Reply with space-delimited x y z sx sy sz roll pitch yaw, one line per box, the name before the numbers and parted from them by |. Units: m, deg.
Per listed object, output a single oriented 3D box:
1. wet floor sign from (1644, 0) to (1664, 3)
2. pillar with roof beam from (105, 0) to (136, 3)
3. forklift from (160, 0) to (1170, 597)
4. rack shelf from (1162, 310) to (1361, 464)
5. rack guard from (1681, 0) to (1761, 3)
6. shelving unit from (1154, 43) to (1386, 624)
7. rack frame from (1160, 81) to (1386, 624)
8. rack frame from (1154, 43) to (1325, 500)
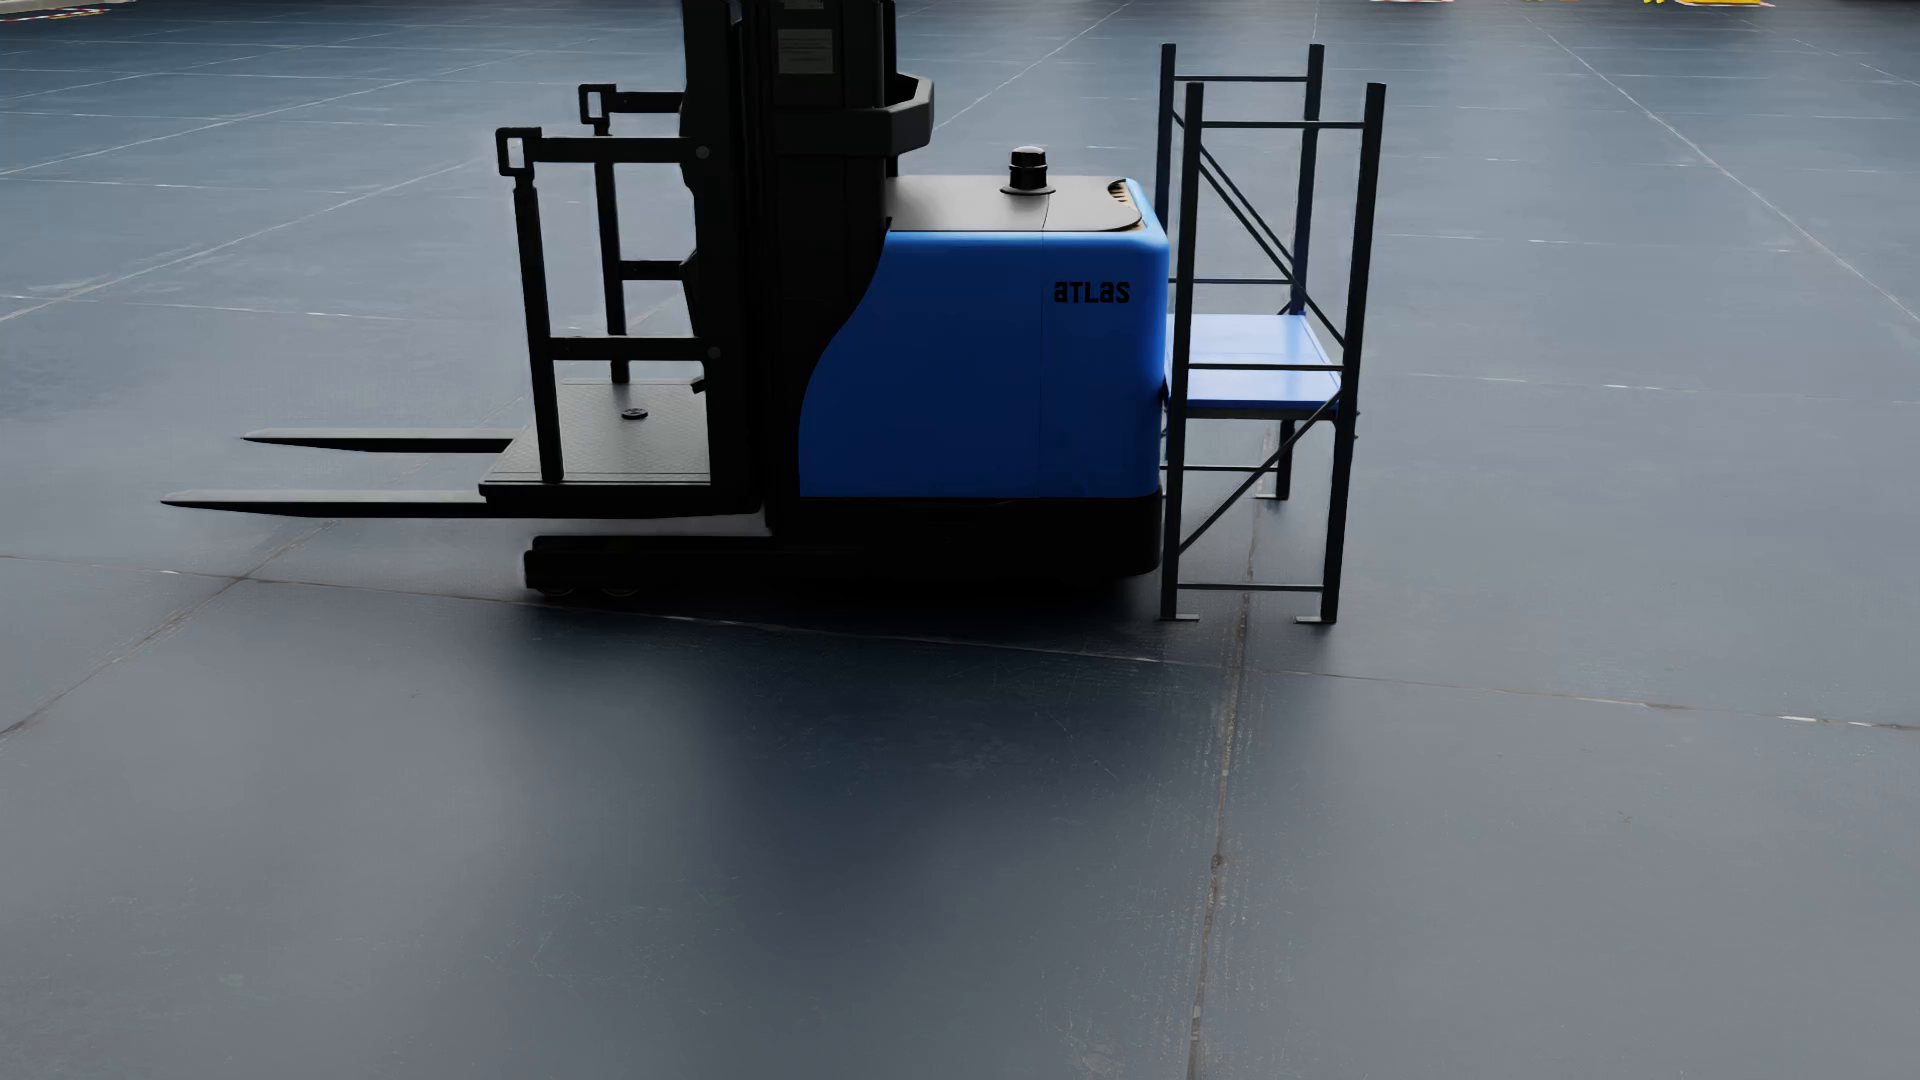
wet floor sign | 11.347 -9.092 27.066 0.267 0.644 0.232 13 25 29
pillar with roof beam | -9.530 -12.643 24.700 9.100 9.000 0.400 4 22 11
forklift | -0.912 -1.388 4.876 3.031 2.935 1.130 0 22 1
rack shelf | 0.852 -0.488 5.038 0.538 0.185 1.000 1 22 3
rack guard | 12.448 -9.041 27.132 1.175 0.500 0.348 4 22 11
shelving unit | 0.852 -0.654 4.971 0.538 1.500 1.048 1 22 3
rack frame | 0.827 -0.465 4.500 0.500 1.500 0.032 1 22 3
rack frame | 0.877 -0.844 5.442 0.500 1.500 0.032 1 22 3
